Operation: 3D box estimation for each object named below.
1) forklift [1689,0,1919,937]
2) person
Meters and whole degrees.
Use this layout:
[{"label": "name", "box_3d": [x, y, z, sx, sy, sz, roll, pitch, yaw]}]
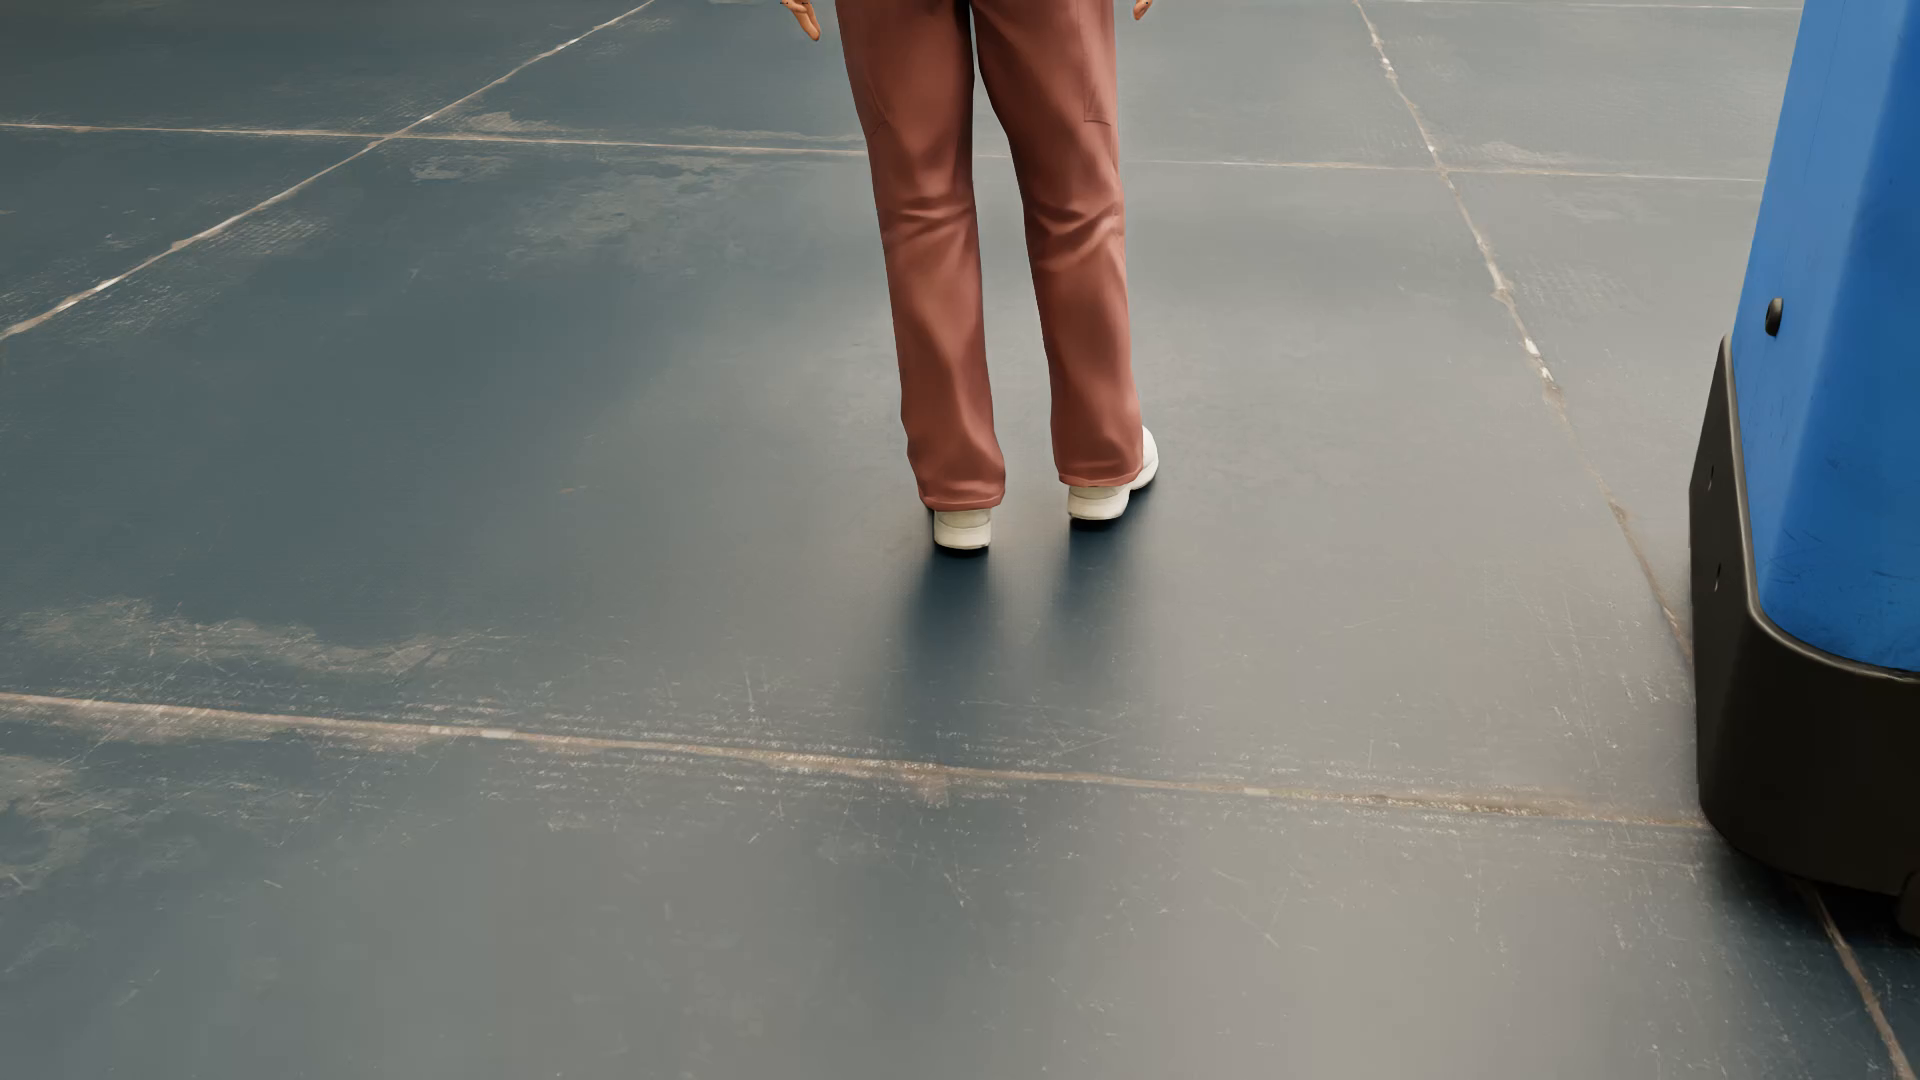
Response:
[{"label": "forklift", "box_3d": [2.356, -0.904, 1.029, 3.031, 2.935, 1.130, 10, 28, 18]}, {"label": "person", "box_3d": [0.020, -0.788, 2.187, 0.555, 1.675, 0.549, 3, 27, 7]}]
